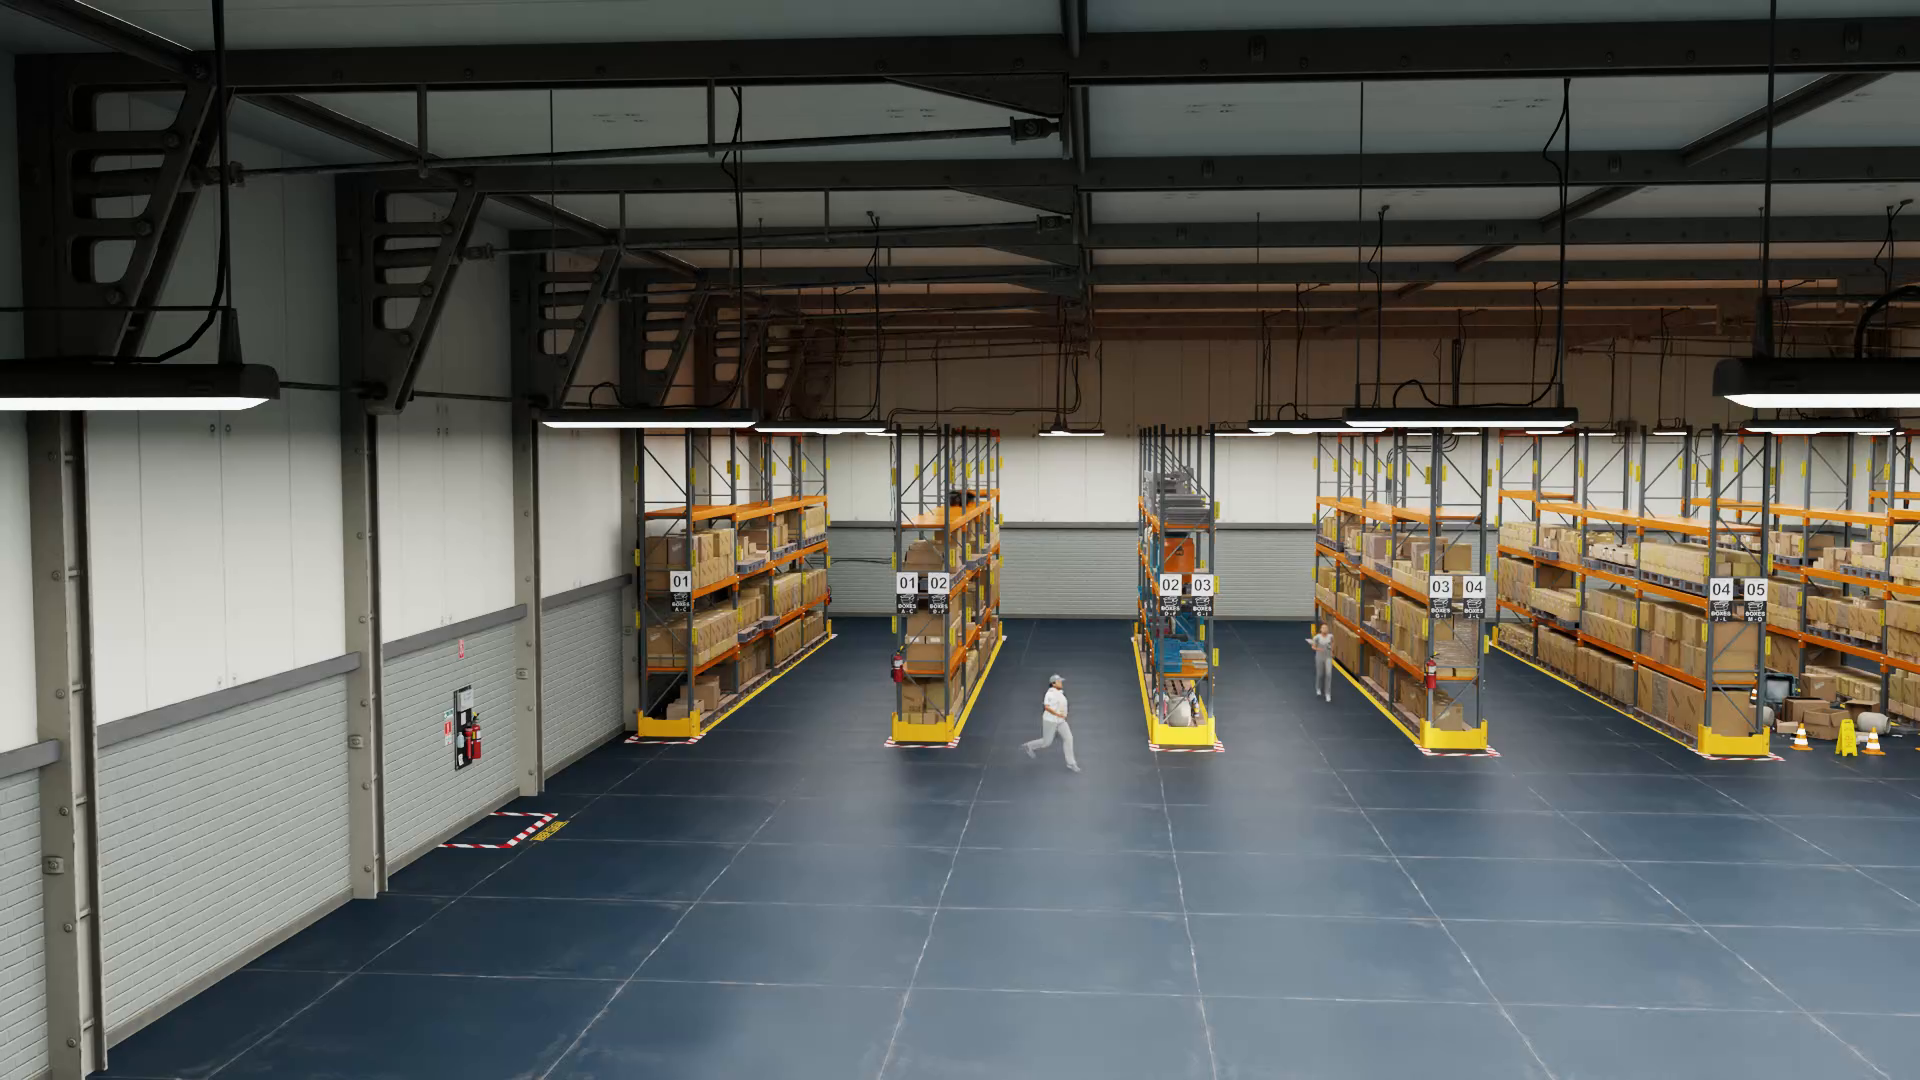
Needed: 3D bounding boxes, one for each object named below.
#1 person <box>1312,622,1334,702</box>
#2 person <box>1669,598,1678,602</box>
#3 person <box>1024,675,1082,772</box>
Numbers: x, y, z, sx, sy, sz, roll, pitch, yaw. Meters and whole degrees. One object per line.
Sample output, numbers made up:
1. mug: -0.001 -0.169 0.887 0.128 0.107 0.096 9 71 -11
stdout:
1. person: 7.994 2.651 36.624 0.518 1.696 0.887 0 3 7
2. person: 20.408 2.013 47.172 0.894 1.732 0.669 2 4 26
3. person: 1.609 3.165 28.812 1.072 1.671 0.578 2 4 35
